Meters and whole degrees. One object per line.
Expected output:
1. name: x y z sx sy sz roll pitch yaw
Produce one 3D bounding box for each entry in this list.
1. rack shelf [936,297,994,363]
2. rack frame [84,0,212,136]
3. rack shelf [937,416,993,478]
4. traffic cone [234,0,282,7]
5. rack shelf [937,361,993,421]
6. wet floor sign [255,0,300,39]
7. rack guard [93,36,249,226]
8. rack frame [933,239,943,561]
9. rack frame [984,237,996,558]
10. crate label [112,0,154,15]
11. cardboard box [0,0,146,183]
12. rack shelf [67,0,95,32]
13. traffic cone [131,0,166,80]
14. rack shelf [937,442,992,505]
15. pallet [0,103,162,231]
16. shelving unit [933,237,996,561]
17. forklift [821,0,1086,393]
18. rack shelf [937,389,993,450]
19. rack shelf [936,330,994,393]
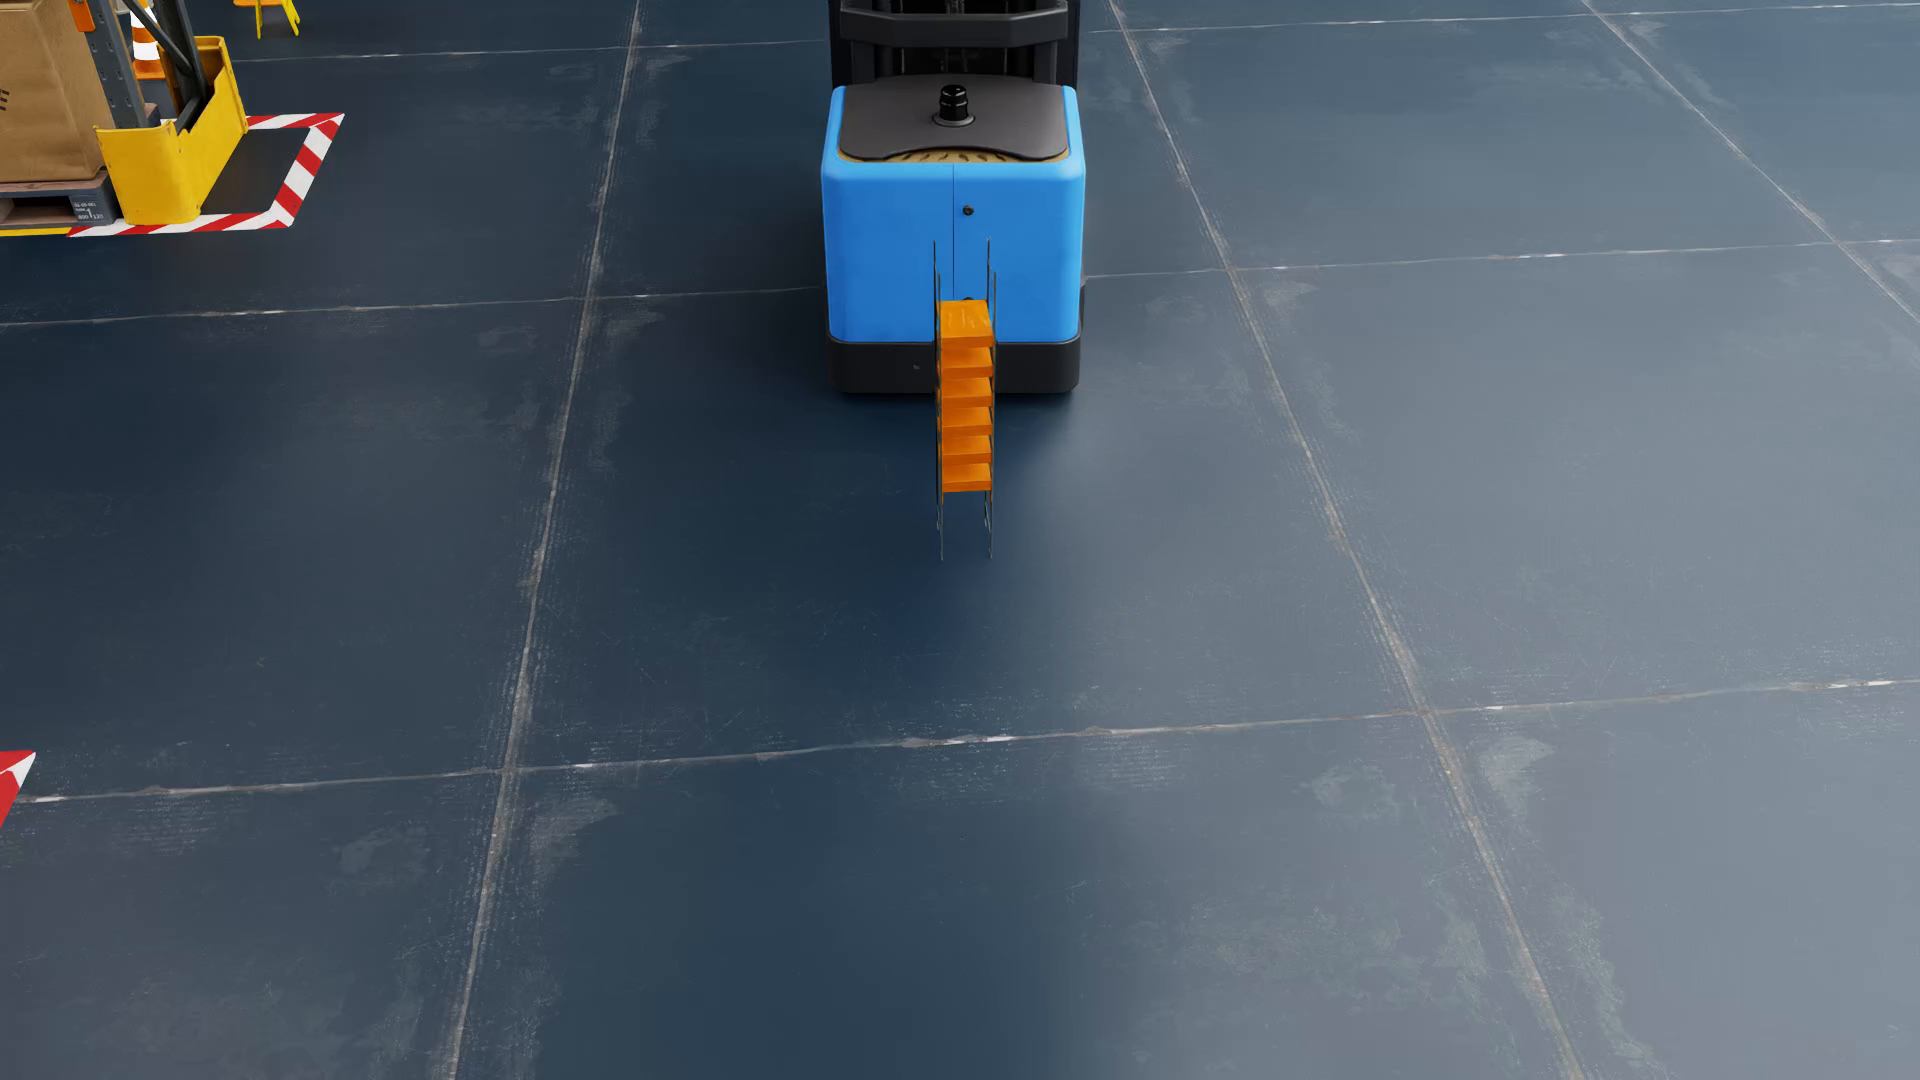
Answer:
1. rack shelf: 0.014 -0.720 5.684 0.180 0.103 0.258 -3 38 -4
2. rack frame: -4.043 -3.096 7.752 0.127 3.000 1.000 -3 38 -4
3. rack shelf: 0.014 -0.343 5.981 0.180 0.103 0.258 -3 38 -4
4. traffic cone: -4.459 -3.663 10.519 0.334 0.463 0.336 -3 38 -4
5. rack shelf: 0.014 -0.531 5.833 0.180 0.103 0.258 -3 38 -4
6. wet floor sign: -4.189 -3.395 10.032 0.232 0.644 0.267 -9 39 -12
7. rack guard: -4.019 -2.116 8.528 0.348 0.500 1.175 -3 38 -4
8. rack frame: -0.077 -0.467 5.873 0.006 1.200 0.240 -3 38 -4
9. rack frame: 0.106 -0.477 5.886 0.006 1.200 0.240 -3 38 -4
10. crate label: -5.237 -3.453 10.516 0.298 0.136 0.250 -24 44 -27
11. cardboard box: -4.713 -2.349 8.181 0.875 0.875 0.875 -3 38 -4
12. rack shelf: -6.035 -2.704 7.836 4.000 0.370 1.077 -3 38 -4
13. traffic cone: -4.698 -2.947 9.611 0.334 0.463 0.336 -3 38 -4
14. rack shelf: 0.014 -0.249 6.056 0.180 0.103 0.258 -3 38 -4
15. pallet: -4.832 -1.909 8.499 1.213 0.211 1.003 -3 38 -4
16. shelving unit: 0.014 -0.472 5.879 0.189 1.200 0.258 -3 38 -4
17. forklift: -0.024 -2.641 7.230 1.130 2.935 3.031 0 38 0
18. rack shelf: 0.014 -0.437 5.907 0.180 0.103 0.258 -3 38 -4
19. rack shelf: 0.014 -0.625 5.758 0.180 0.103 0.258 -3 38 -4
